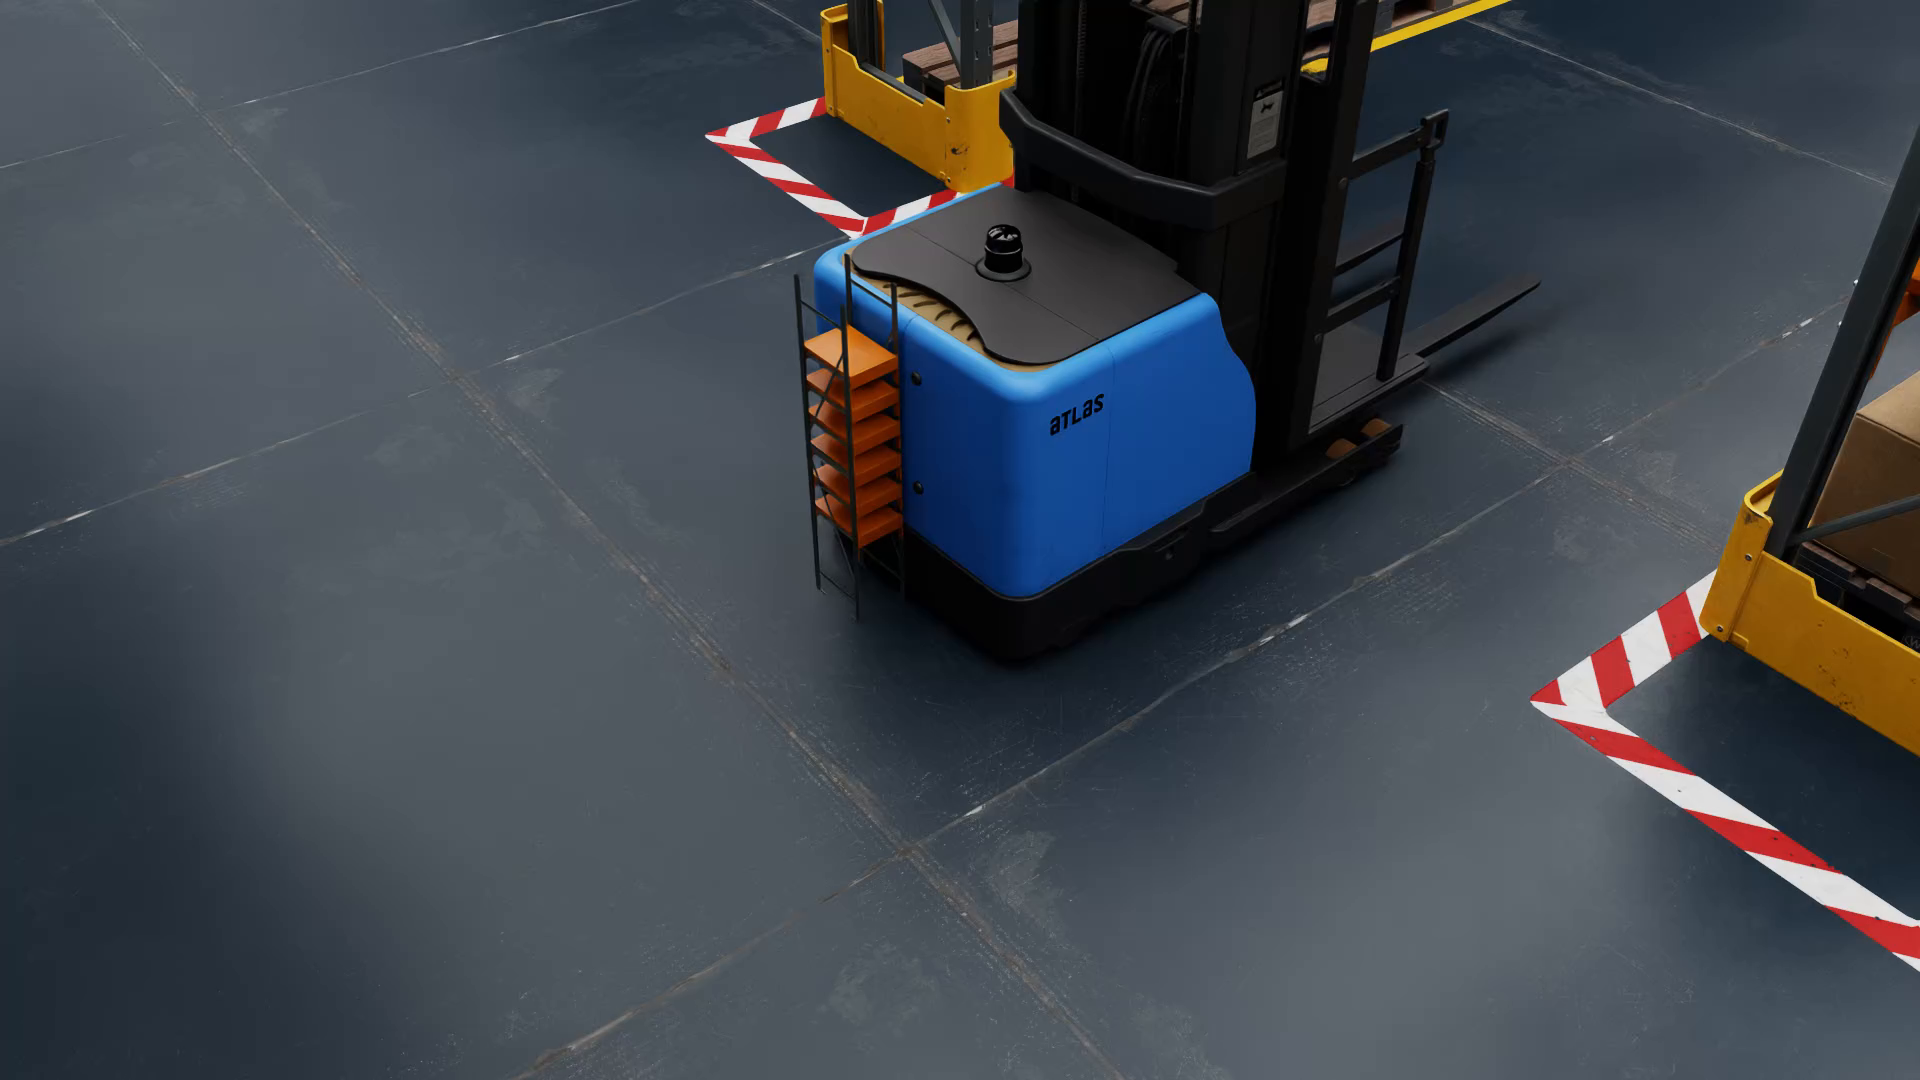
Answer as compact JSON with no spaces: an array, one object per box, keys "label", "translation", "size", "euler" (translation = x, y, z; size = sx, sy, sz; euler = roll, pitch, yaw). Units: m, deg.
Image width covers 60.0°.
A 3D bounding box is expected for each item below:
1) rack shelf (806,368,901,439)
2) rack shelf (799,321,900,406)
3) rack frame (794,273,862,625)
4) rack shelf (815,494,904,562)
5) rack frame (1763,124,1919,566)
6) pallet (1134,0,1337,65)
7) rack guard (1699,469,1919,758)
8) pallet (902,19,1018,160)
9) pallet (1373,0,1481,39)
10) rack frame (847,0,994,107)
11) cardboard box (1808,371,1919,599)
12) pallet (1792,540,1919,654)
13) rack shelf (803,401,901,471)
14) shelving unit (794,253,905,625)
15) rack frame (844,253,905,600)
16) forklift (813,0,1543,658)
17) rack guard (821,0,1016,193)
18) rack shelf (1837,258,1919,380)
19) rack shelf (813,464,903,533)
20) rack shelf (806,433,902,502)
[{"label":"rack shelf","translation":[-0.330,-0.436,5.027],"size":[0.180,0.103,0.258],"euler":[-28,47,-30]},{"label":"rack shelf","translation":[-0.330,-0.529,4.951],"size":[0.180,0.103,0.258],"euler":[-28,47,-30]},{"label":"rack frame","translation":[-0.400,-0.247,5.105],"size":[0.006,1.200,0.240],"euler":[-28,47,-30]},{"label":"rack shelf","translation":[-0.330,-0.065,5.331],"size":[0.180,0.103,0.258],"euler":[-28,47,-30]},{"label":"rack frame","translation":[2.815,-0.636,4.160],"size":[0.127,3.000,1.000],"euler":[-26,46,-28]},{"label":"pallet","translation":[1.444,-2.818,9.019],"size":[1.213,0.211,1.003],"euler":[-26,46,-28]},{"label":"rack guard","translation":[2.875,0.301,4.988],"size":[0.348,0.500,1.175],"euler":[-26,46,-28]},{"label":"pallet","translation":[0.477,-2.349,8.447],"size":[1.213,0.211,1.003],"euler":[-26,46,-28]},{"label":"pallet","translation":[2.412,-3.292,9.597],"size":[1.213,0.211,1.003],"euler":[-26,46,-28]},{"label":"rack frame","translation":[-0.201,-3.128,7.198],"size":[0.127,3.000,1.000],"euler":[-26,46,-28]},{"label":"cardboard box","translation":[3.096,-0.173,5.220],"size":[0.500,0.500,0.500],"euler":[-26,46,-28]},{"label":"pallet","translation":[3.507,0.105,5.456],"size":[1.213,0.211,1.003],"euler":[-26,46,-28]},{"label":"rack shelf","translation":[-0.330,-0.343,5.103],"size":[0.180,0.103,0.258],"euler":[-28,47,-30]},{"label":"shelving unit","translation":[-0.330,-0.285,5.151],"size":[0.189,1.200,0.258],"euler":[-28,47,-30]},{"label":"rack frame","translation":[-0.261,-0.322,5.197],"size":[0.006,1.200,0.240],"euler":[-28,47,-30]},{"label":"forklift","translation":[0.979,-1.556,5.336],"size":[3.031,2.935,1.130],"euler":[-28,47,-30]},{"label":"rack guard","translation":[-0.212,-2.146,7.972],"size":[0.348,0.500,1.175],"euler":[-26,46,-28]},{"label":"rack shelf","translation":[4.401,-1.131,5.330],"size":[4.000,0.370,1.077],"euler":[-26,46,-28]},{"label":"rack shelf","translation":[-0.330,-0.158,5.255],"size":[0.180,0.103,0.258],"euler":[-28,47,-30]},{"label":"rack shelf","translation":[-0.330,-0.250,5.179],"size":[0.180,0.103,0.258],"euler":[-28,47,-30]}]
